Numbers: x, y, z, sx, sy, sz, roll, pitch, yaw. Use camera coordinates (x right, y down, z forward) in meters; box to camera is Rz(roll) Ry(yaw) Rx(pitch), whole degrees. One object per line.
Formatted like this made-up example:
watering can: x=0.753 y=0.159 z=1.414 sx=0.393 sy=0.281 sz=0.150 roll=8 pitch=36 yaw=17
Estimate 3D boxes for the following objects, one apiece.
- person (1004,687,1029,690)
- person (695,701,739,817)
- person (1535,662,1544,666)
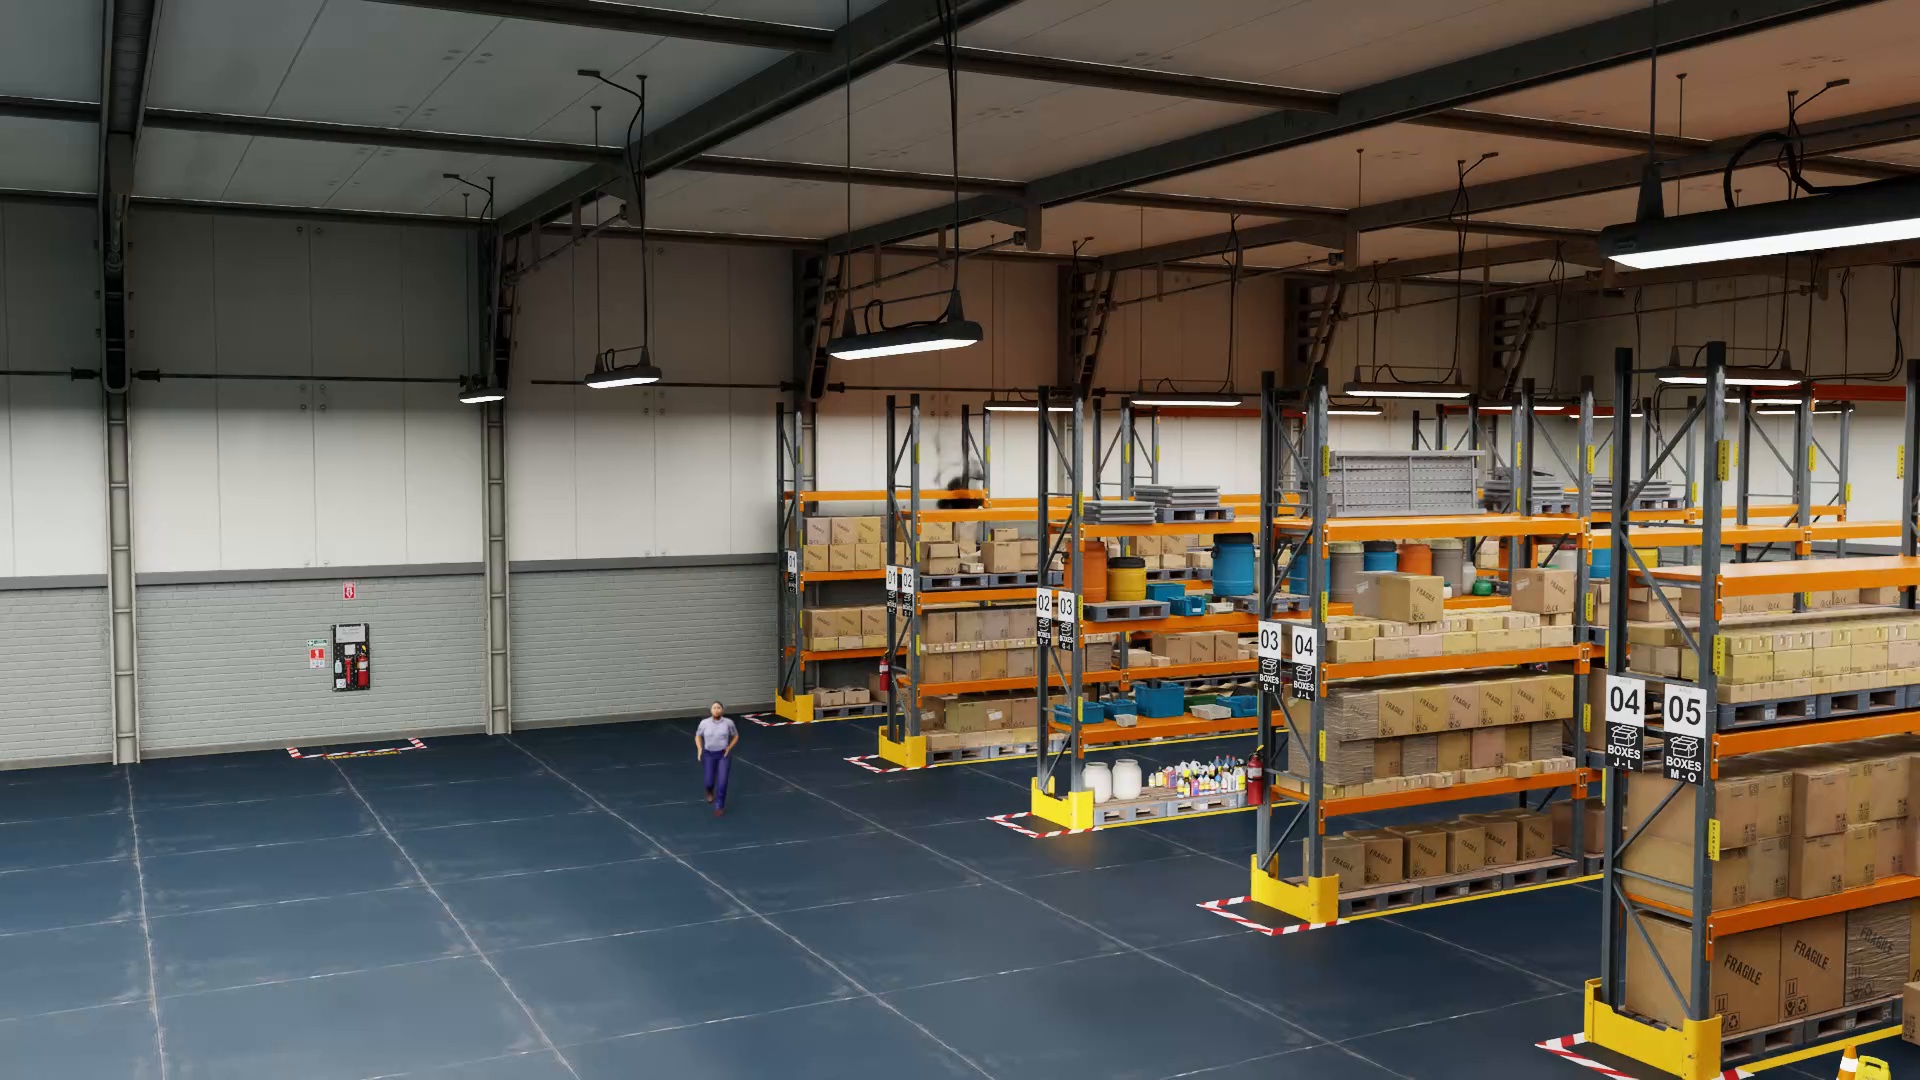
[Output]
person: x=1.068 y=2.622 z=30.314 sx=0.767 sy=1.728 sz=0.580 roll=-3 pitch=4 yaw=-40
person: x=-3.408 y=3.056 z=23.331 sx=0.609 sy=1.608 sz=0.554 roll=0 pitch=3 yaw=-8
person: x=10.885 y=2.525 z=30.891 sx=0.855 sy=1.838 sz=0.643 roll=-3 pitch=4 yaw=-40
